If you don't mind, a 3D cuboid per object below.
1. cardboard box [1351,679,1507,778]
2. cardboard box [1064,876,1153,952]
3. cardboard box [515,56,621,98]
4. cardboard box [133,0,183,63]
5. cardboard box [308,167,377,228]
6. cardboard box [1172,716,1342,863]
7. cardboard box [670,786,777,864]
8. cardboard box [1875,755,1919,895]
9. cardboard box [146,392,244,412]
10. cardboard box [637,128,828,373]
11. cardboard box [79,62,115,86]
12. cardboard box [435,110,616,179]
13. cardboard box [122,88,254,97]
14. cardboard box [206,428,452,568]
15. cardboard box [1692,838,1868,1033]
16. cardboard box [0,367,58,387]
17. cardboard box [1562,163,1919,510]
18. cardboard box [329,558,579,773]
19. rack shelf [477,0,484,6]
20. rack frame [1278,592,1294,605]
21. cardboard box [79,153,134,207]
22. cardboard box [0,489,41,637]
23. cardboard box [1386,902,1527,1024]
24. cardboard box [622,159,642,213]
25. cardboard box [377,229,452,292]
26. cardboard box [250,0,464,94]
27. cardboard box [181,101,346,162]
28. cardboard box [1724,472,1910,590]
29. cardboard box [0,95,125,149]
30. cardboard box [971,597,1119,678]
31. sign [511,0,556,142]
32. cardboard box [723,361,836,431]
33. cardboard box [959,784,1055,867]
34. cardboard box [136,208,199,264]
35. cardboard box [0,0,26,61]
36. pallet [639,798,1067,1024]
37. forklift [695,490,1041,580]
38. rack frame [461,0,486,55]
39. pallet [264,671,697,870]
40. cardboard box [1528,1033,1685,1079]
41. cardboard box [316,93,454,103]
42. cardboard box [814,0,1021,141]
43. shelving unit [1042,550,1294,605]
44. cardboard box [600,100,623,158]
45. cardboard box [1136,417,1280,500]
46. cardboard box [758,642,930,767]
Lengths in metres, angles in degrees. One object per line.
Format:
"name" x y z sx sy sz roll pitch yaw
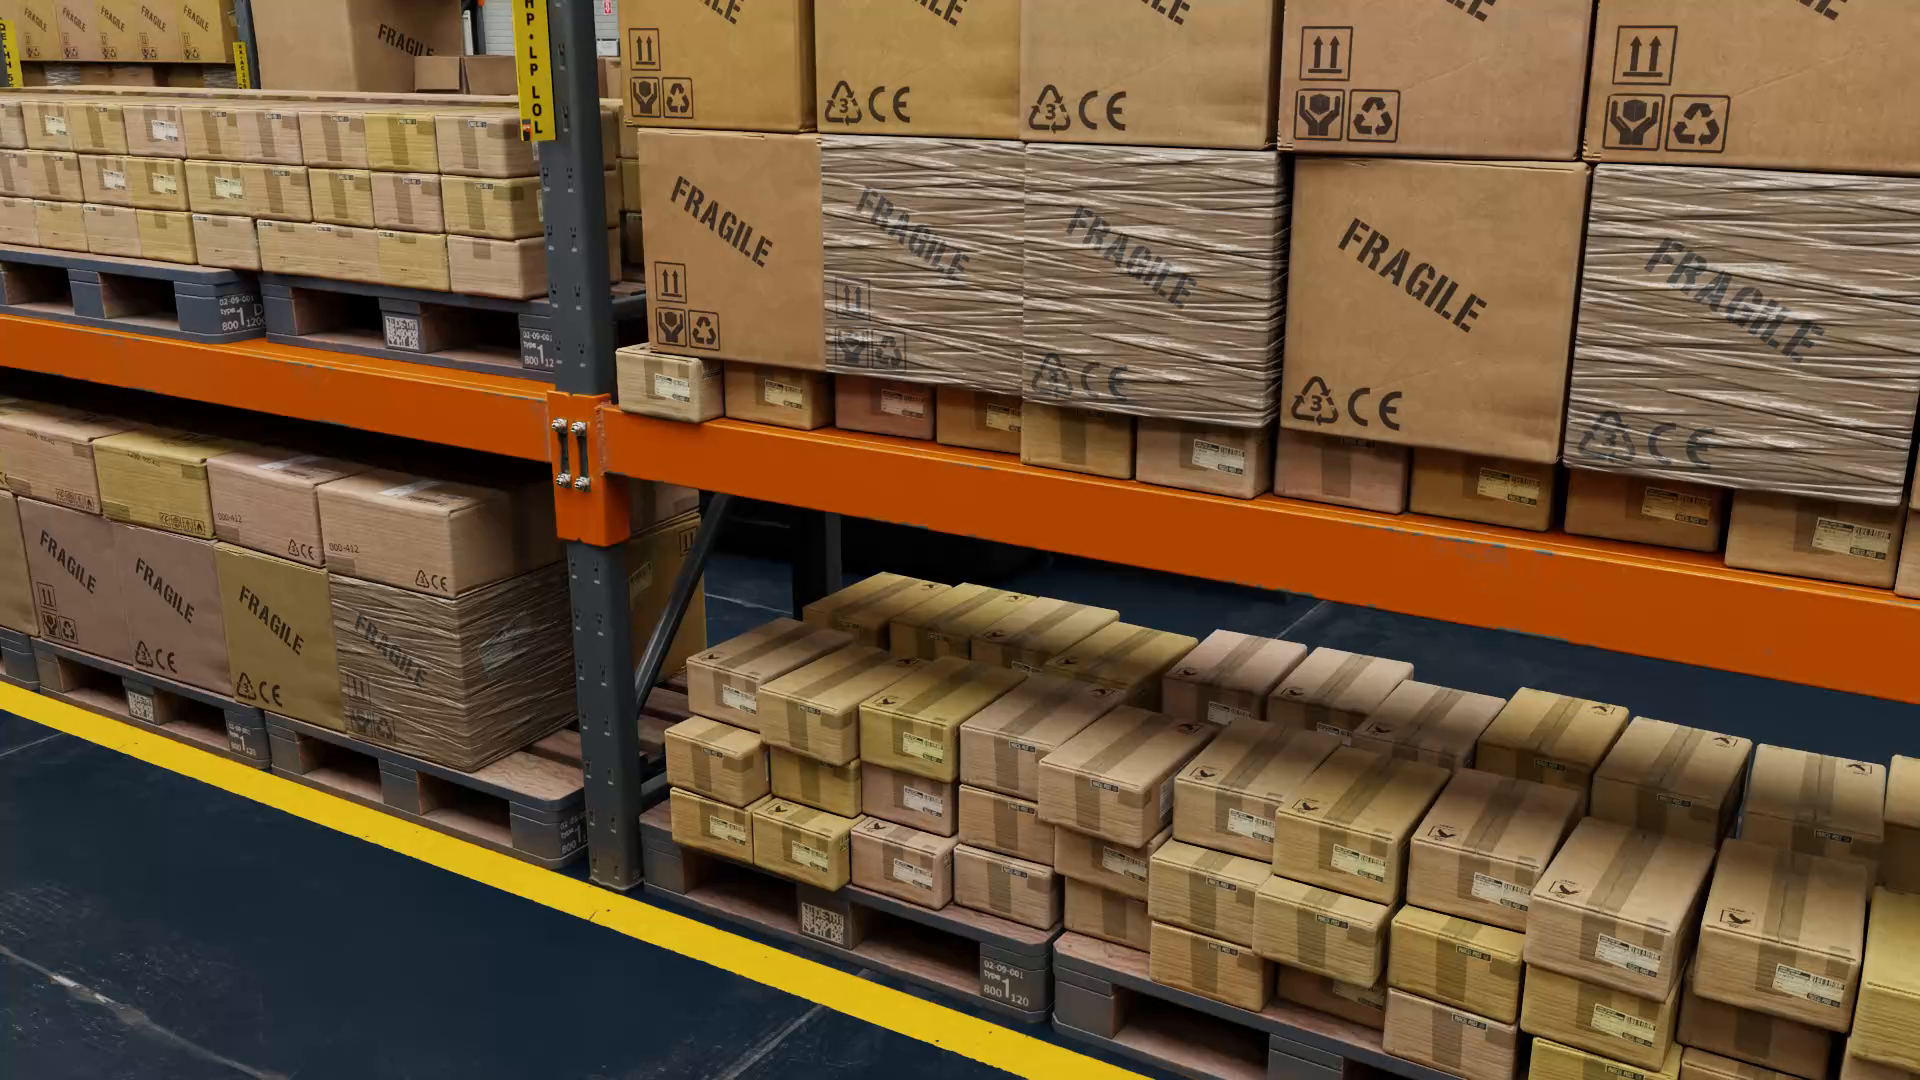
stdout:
"cardboard box" 1.079 0.471 3.829 0.250 0.149 0.380 10 20 30
"cardboard box" 0.433 0.780 3.836 0.250 0.149 0.380 9 19 28
"cardboard box" -2.400 -2.845 10.691 0.500 0.500 0.700 14 22 38
"cardboard box" -5.754 -3.817 12.381 0.500 0.500 0.500 10 20 30
"cardboard box" -1.542 -0.955 4.563 0.250 0.149 0.380 11 20 32
"cardboard box" 0.649 0.537 3.612 0.250 0.149 0.380 9 19 28
"cardboard box" -0.522 0.656 4.244 0.250 0.149 0.380 9 19 28
"cardboard box" 2.030 0.599 3.408 0.250 0.149 0.380 10 20 30
"cardboard box" -2.492 -0.420 5.891 0.500 0.250 0.500 11 20 31
"cardboard box" -0.374 -0.695 3.823 0.500 0.500 0.500 10 19 29
"cardboard box" -6.442 -3.568 13.283 0.500 0.500 0.875 10 20 30
"cardboard box" -1.109 -1.020 4.265 0.250 0.149 0.380 11 20 33
"cardboard box" -2.750 -1.537 5.966 0.250 0.149 0.380 11 20 32
"cardboard box" -1.862 -0.138 4.963 0.500 0.250 0.500 11 20 33
"cardboard box" 1.502 0.711 3.037 0.250 0.149 0.380 9 19 28
"cardboard box" -3.612 -0.450 5.988 0.500 0.250 0.500 9 19 28
"cardboard box" 1.353 -0.383 2.797 0.500 0.500 0.500 10 20 30
"cardboard box" -1.427 0.303 4.802 0.500 0.500 0.500 10 19 29
"rack shelf" -3.912 -5.694 17.042 4.000 0.370 1.077 10 20 30
"rack frame" 1.380 -0.349 6.594 0.032 1.125 0.500 8 19 25
"cardboard box" -2.436 -1.115 5.088 0.250 0.149 0.380 11 20 32
"cardboard box" -3.173 -0.009 5.829 0.500 0.500 0.500 10 20 31
"cardboard box" 1.044 0.780 3.324 0.250 0.149 0.380 11 20 33
"cardboard box" -0.759 -1.039 4.839 0.250 0.149 0.380 10 20 31
"cardboard box" -1.328 -0.774 4.477 0.250 0.149 0.380 10 20 30
"cardboard box" -4.196 -3.405 11.674 1.000 1.000 1.000 10 20 30
"cardboard box" -1.989 -1.179 4.788 0.250 0.149 0.380 9 19 28
"cardboard box" 1.466 -0.055 2.834 0.250 0.149 0.380 9 19 28
"cardboard box" -2.887 -1.338 5.311 0.250 0.149 0.380 11 20 33
"cardboard box" 0.229 0.291 4.421 0.250 0.149 0.380 10 20 30
"sign" -0.952 -1.058 3.712 0.005 0.325 0.100 10 20 30
"cardboard box" -0.335 -0.377 3.894 0.250 0.149 0.380 11 20 32
"cardboard box" 0.195 0.599 3.919 0.250 0.149 0.380 9 19 27
"cardboard box" -2.218 -0.932 4.997 0.250 0.149 0.380 11 20 32
"cardboard box" -7.460 -4.120 13.380 0.500 0.500 0.500 10 20 30
"pallet" -0.074 0.785 4.432 1.213 0.211 1.003 10 20 30
"forklift" -0.962 -1.517 7.332 3.031 2.935 1.130 8 19 25
"rack frame" -5.616 -4.907 18.375 0.127 3.000 1.000 10 20 30
"pallet" -1.329 0.574 5.129 1.213 0.211 1.003 10 20 30
"cardboard box" 1.267 0.968 3.217 0.250 0.149 0.380 9 19 28
"cardboard box" -1.862 -1.378 5.443 0.250 0.149 0.380 11 20 32
"cardboard box" 0.042 -1.107 3.460 0.500 0.500 0.500 9 19 28
"shelving unit" 0.925 -0.415 6.813 1.048 1.125 0.538 8 19 25
"cardboard box" -1.000 -1.222 4.931 0.250 0.149 0.380 11 20 32
"cardboard box" 0.553 -0.210 3.343 0.250 0.149 0.380 11 20 32
"cardboard box" -0.276 0.397 4.074 0.250 0.149 0.380 11 20 33
